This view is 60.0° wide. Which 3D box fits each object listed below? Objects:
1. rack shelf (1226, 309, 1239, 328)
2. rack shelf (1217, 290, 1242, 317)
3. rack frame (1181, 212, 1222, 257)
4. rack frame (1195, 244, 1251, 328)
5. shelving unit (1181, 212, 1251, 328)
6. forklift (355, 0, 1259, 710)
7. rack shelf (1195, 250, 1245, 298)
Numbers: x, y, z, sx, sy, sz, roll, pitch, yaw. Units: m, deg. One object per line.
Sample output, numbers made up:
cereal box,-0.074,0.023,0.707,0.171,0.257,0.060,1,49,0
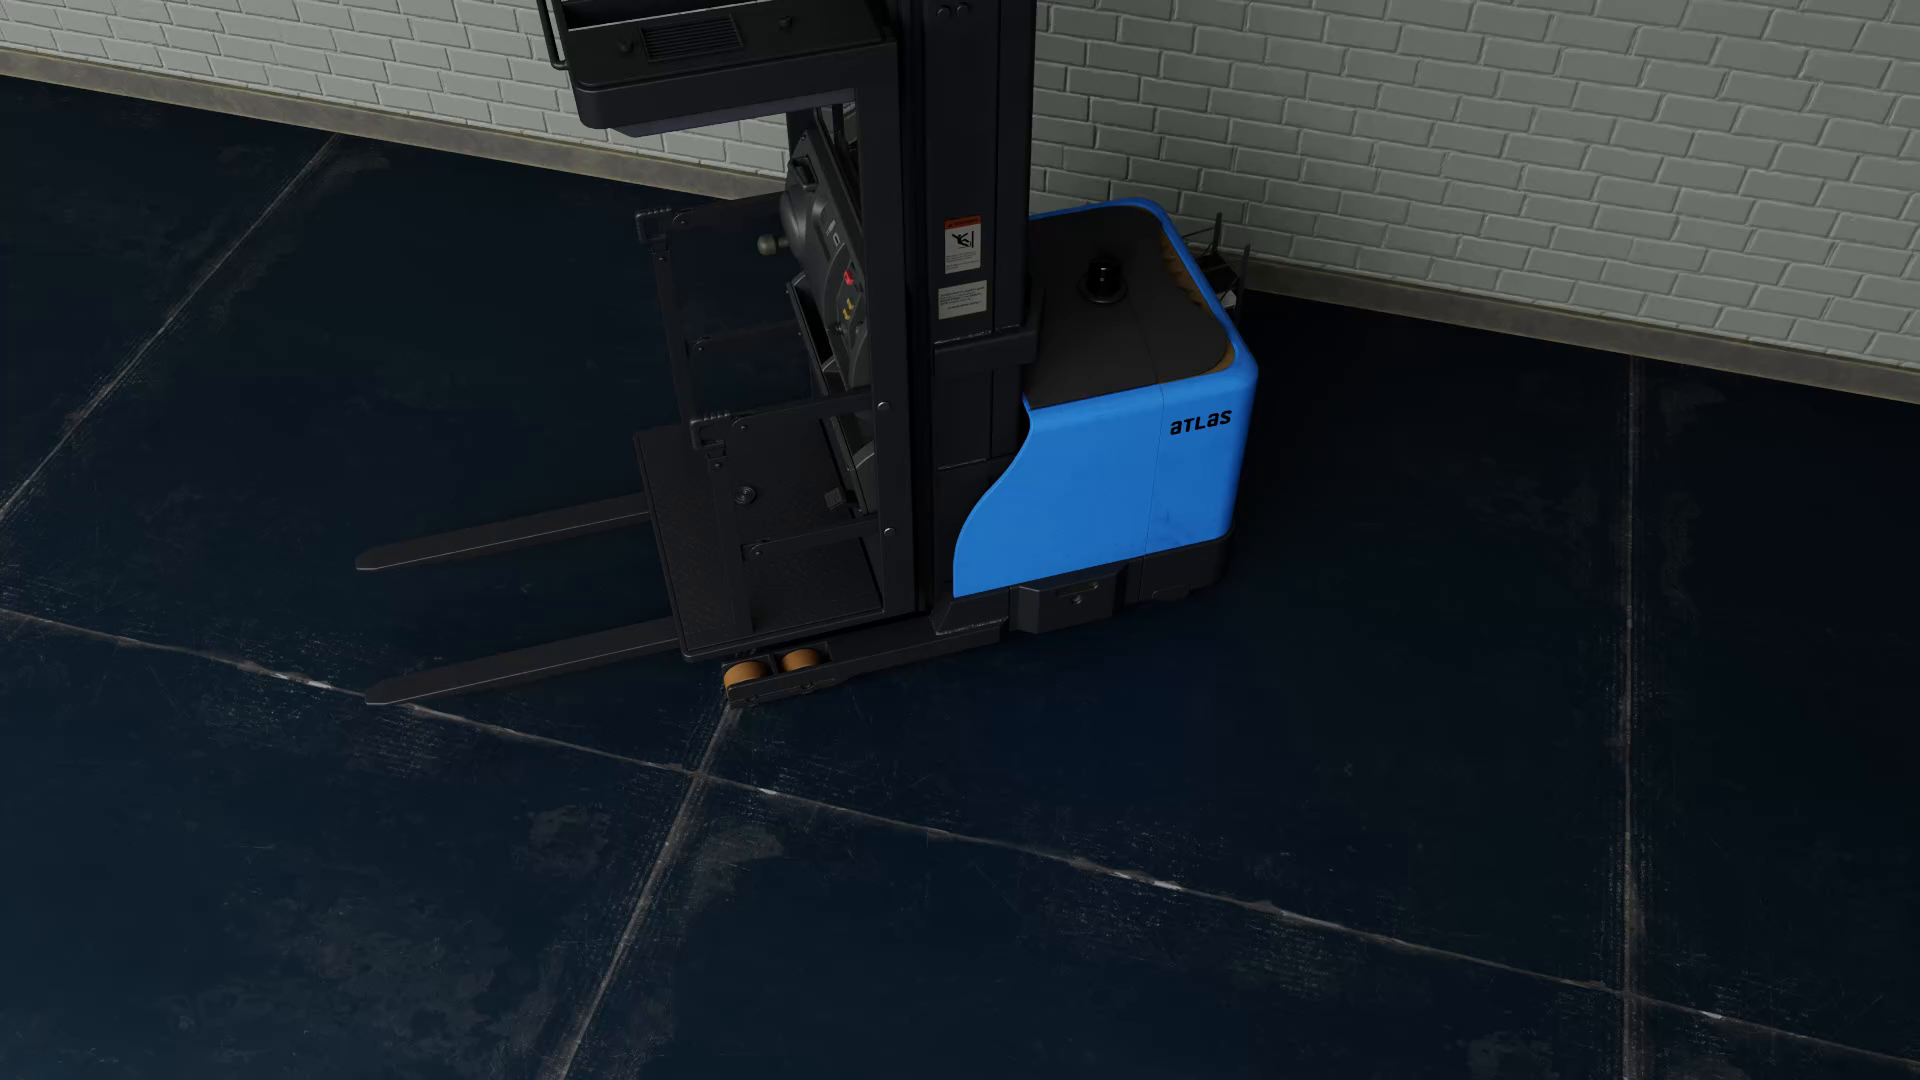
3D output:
rack shelf,0.895,-0.837,6.313,0.258,0.077,0.200,-19,51,-16
rack shelf,0.895,-0.897,6.246,0.258,0.077,0.200,-19,51,-16
rack frame,0.854,-0.869,6.417,0.240,0.900,0.006,-19,51,-16
rack frame,0.937,-0.730,6.294,0.240,0.900,0.006,-19,51,-16
shelving unit,0.895,-0.800,6.356,0.258,0.900,0.210,-19,51,-16
forklift,-0.598,-0.839,5.036,3.031,2.935,1.130,-12,50,-11
rack shelf,0.895,-0.956,6.178,0.258,0.077,0.200,-19,51,-16
